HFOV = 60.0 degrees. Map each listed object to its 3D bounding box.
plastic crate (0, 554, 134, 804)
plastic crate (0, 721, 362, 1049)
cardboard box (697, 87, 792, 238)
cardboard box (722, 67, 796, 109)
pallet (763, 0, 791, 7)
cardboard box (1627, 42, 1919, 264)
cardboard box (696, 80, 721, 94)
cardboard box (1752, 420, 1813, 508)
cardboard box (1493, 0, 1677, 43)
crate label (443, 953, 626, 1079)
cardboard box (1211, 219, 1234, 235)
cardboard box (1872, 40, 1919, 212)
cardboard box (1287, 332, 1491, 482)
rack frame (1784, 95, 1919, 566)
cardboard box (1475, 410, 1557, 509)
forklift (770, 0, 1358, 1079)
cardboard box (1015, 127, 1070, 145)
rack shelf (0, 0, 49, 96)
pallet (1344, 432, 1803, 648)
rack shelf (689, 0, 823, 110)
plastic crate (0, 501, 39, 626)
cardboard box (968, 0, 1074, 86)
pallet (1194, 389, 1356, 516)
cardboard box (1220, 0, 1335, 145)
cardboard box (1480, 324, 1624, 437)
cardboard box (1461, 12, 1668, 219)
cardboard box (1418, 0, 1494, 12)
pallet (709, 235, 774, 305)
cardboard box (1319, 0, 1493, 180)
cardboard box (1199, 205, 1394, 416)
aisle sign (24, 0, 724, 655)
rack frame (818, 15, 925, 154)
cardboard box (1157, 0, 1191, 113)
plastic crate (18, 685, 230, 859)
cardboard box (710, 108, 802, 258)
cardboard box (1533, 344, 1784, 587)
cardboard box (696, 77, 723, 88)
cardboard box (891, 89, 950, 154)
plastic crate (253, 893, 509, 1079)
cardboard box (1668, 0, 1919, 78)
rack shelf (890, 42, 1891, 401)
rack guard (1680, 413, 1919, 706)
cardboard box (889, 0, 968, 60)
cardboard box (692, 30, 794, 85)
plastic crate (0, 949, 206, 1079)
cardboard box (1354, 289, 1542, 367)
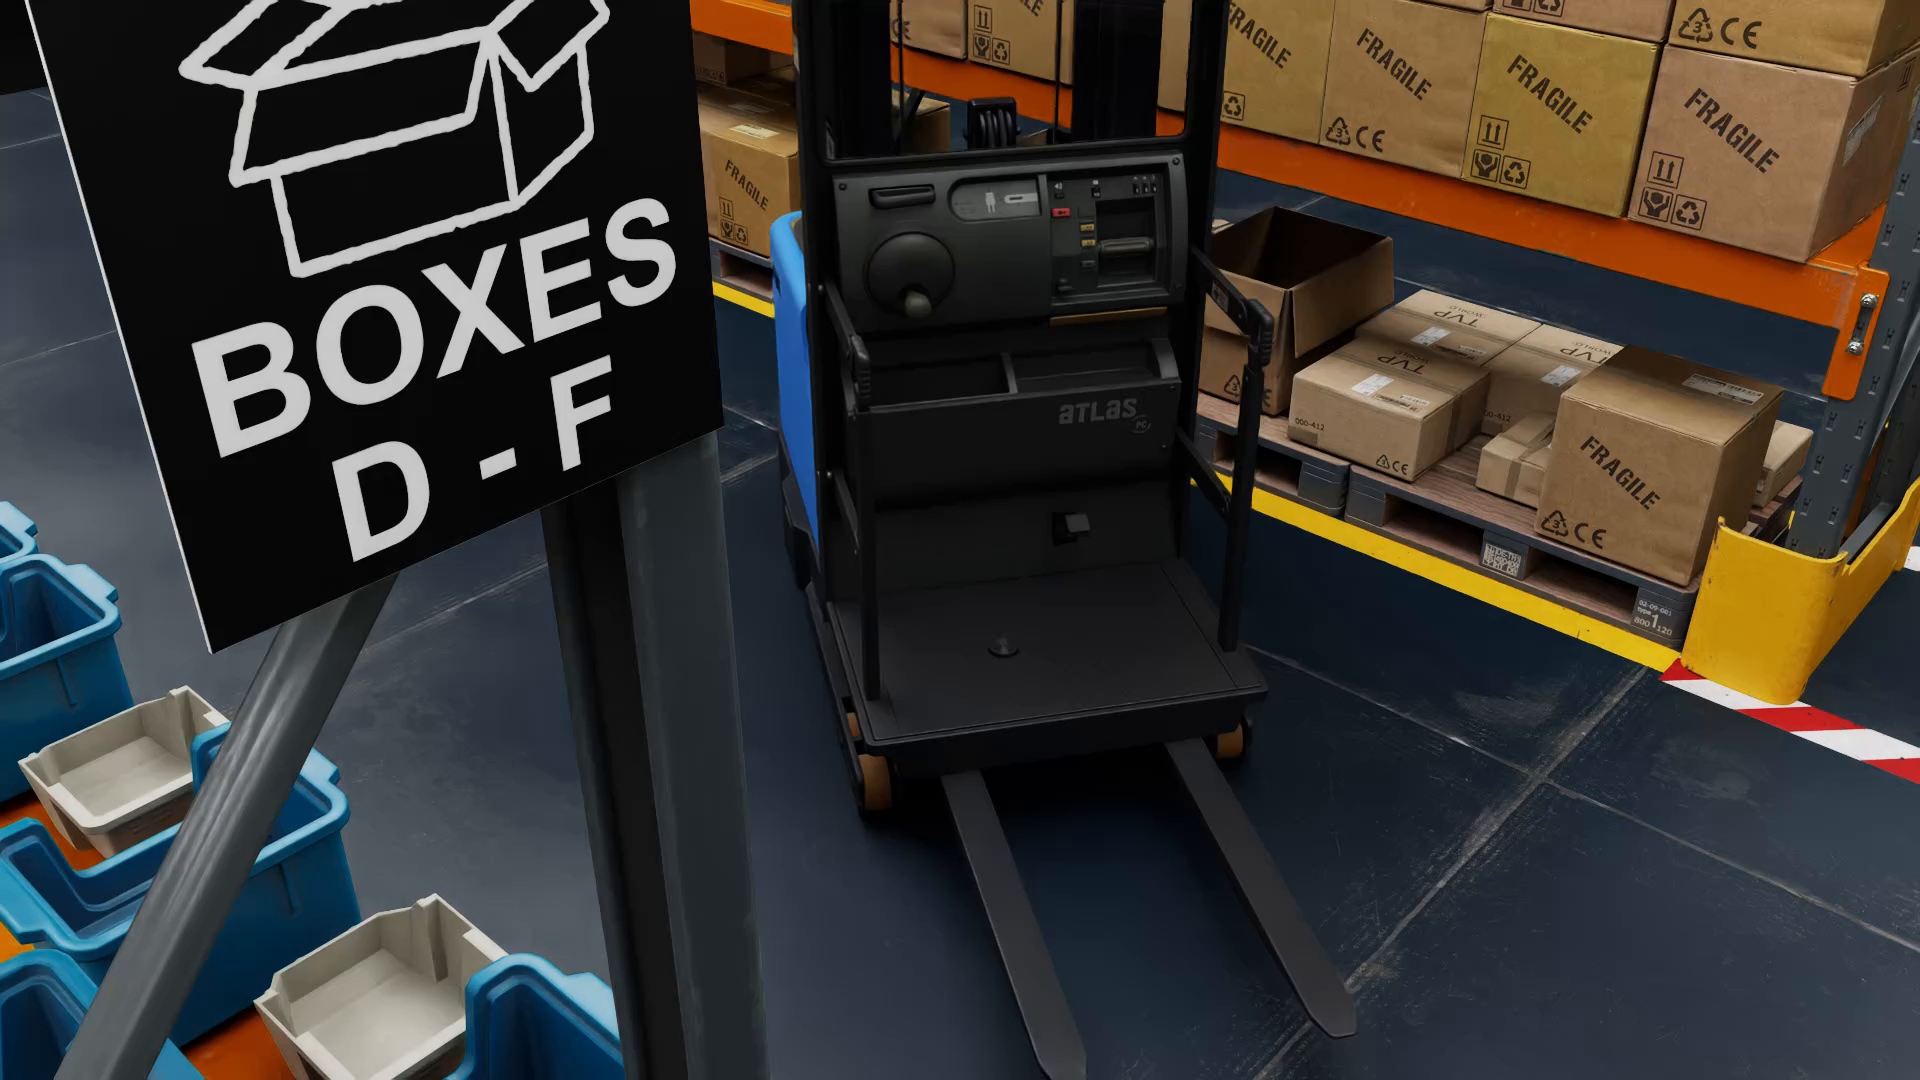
[{"bbox_3d":[-1.498,0.235,2.555,0.300,0.233,0.416,25,39,35],"label":"plastic crate"},{"bbox_3d":[-1.010,0.463,2.176,0.300,0.233,0.416,25,39,35],"label":"plastic crate"},{"bbox_3d":[-1.118,-1.774,7.786,0.500,0.500,0.500,25,39,35],"label":"cardboard box"},{"bbox_3d":[-0.797,-1.979,8.127,0.500,0.500,0.500,26,39,36],"label":"cardboard box"},{"bbox_3d":[-0.718,-2.657,7.441,1.213,0.211,1.003,25,39,35],"label":"pallet"},{"bbox_3d":[2.252,-1.130,4.622,0.500,0.500,0.500,26,40,36],"label":"cardboard box"},{"bbox_3d":[-1.489,-1.948,8.074,0.500,0.500,0.500,26,39,36],"label":"cardboard box"},{"bbox_3d":[2.687,-0.280,5.644,0.250,0.149,0.380,25,39,35],"label":"cardboard box"},{"bbox_3d":[1.877,-1.731,4.651,0.500,0.500,0.500,26,40,36],"label":"cardboard box"},{"bbox_3d":[-0.522,0.691,1.798,0.303,0.233,0.416,25,39,35],"label":"crate label"},{"bbox_3d":[0.970,-1.109,6.865,0.500,0.311,0.500,25,39,35],"label":"cardboard box"},{"bbox_3d":[2.615,-1.334,4.960,0.500,0.500,0.500,26,40,36],"label":"cardboard box"},{"bbox_3d":[1.514,-0.481,5.881,0.500,0.250,0.500,25,39,35],"label":"cardboard box"},{"bbox_3d":[2.767,-1.037,4.564,0.127,3.000,1.000,25,39,35],"label":"rack frame"},{"bbox_3d":[1.959,-0.280,5.627,0.250,0.166,0.380,25,39,35],"label":"cardboard box"},{"bbox_3d":[0.190,-0.730,4.121,1.130,2.935,3.031,-7,32,-11],"label":"forklift"},{"bbox_3d":[0.414,-1.450,7.247,0.500,0.500,0.500,25,39,35],"label":"cardboard box"},{"bbox_3d":[-2.042,-0.813,1.981,4.000,0.370,1.077,25,39,35],"label":"rack shelf"},{"bbox_3d":[2.119,-0.144,5.784,1.213,0.211,1.003,25,39,35],"label":"pallet"},{"bbox_3d":[-1.681,-2.805,8.198,4.000,0.370,1.077,25,39,35],"label":"rack shelf"},{"bbox_3d":[-1.720,0.131,2.728,0.300,0.233,0.416,25,39,35],"label":"plastic crate"},{"bbox_3d":[0.378,-2.007,6.079,0.500,0.500,0.500,26,40,36],"label":"cardboard box"},{"bbox_3d":[1.219,-0.566,6.486,1.213,0.211,1.003,25,39,35],"label":"pallet"},{"bbox_3d":[1.126,-1.658,5.498,0.500,0.500,0.500,24,39,34],"label":"cardboard box"},{"bbox_3d":[2.184,-0.517,5.939,0.500,0.250,0.500,25,39,35],"label":"cardboard box"},{"bbox_3d":[1.865,-1.309,4.918,0.500,0.500,0.500,25,39,35],"label":"cardboard box"},{"bbox_3d":[1.490,-1.909,4.946,0.500,0.500,0.500,26,40,36],"label":"cardboard box"},{"bbox_3d":[-0.827,-1.493,8.026,1.213,0.211,1.003,25,39,35],"label":"pallet"},{"bbox_3d":[1.499,-1.483,5.209,0.500,0.500,0.500,25,39,35],"label":"cardboard box"},{"bbox_3d":[1.198,-0.892,6.317,0.637,0.503,0.797,25,39,35],"label":"cardboard box"},{"bbox_3d":[-0.307,-0.346,0.896,0.004,0.787,0.394,25,39,35],"label":"aisle sign"},{"bbox_3d":[-0.199,-2.421,6.863,0.127,3.000,1.000,25,39,35],"label":"rack frame"},{"bbox_3d":[0.748,-1.833,5.790,0.500,0.500,0.500,25,39,35],"label":"cardboard box"},{"bbox_3d":[-1.207,0.355,2.450,0.298,0.136,0.250,25,39,35],"label":"plastic crate"},{"bbox_3d":[-0.757,-1.600,7.496,0.500,0.500,0.500,25,39,35],"label":"cardboard box"},{"bbox_3d":[2.199,-0.248,5.251,0.500,0.500,0.500,25,39,35],"label":"cardboard box"},{"bbox_3d":[-1.162,-2.155,8.419,0.500,0.500,0.500,26,39,36],"label":"cardboard box"},{"bbox_3d":[-0.394,-1.799,7.827,0.500,0.500,0.500,23,38,33],"label":"cardboard box"},{"bbox_3d":[-0.704,0.590,2.060,0.298,0.136,0.250,25,39,35],"label":"plastic crate"},{"bbox_3d":[2.253,-1.557,4.361,0.500,0.500,0.500,25,39,35],"label":"cardboard box"},{"bbox_3d":[1.284,-1.421,5.899,4.000,0.370,1.077,25,39,35],"label":"rack shelf"},{"bbox_3d":[2.711,0.008,5.252,0.348,0.500,1.175,25,39,35],"label":"rack guard"},{"bbox_3d":[-0.004,-2.183,6.371,0.500,0.500,0.500,26,40,36],"label":"cardboard box"},{"bbox_3d":[-1.135,-2.466,8.209,0.500,0.250,0.500,25,39,35],"label":"cardboard box"},{"bbox_3d":[-0.933,0.771,1.469,0.499,0.435,0.616,25,39,35],"label":"plastic crate"},{"bbox_3d":[1.813,-0.690,6.227,0.500,0.250,0.500,25,39,35],"label":"cardboard box"}]
